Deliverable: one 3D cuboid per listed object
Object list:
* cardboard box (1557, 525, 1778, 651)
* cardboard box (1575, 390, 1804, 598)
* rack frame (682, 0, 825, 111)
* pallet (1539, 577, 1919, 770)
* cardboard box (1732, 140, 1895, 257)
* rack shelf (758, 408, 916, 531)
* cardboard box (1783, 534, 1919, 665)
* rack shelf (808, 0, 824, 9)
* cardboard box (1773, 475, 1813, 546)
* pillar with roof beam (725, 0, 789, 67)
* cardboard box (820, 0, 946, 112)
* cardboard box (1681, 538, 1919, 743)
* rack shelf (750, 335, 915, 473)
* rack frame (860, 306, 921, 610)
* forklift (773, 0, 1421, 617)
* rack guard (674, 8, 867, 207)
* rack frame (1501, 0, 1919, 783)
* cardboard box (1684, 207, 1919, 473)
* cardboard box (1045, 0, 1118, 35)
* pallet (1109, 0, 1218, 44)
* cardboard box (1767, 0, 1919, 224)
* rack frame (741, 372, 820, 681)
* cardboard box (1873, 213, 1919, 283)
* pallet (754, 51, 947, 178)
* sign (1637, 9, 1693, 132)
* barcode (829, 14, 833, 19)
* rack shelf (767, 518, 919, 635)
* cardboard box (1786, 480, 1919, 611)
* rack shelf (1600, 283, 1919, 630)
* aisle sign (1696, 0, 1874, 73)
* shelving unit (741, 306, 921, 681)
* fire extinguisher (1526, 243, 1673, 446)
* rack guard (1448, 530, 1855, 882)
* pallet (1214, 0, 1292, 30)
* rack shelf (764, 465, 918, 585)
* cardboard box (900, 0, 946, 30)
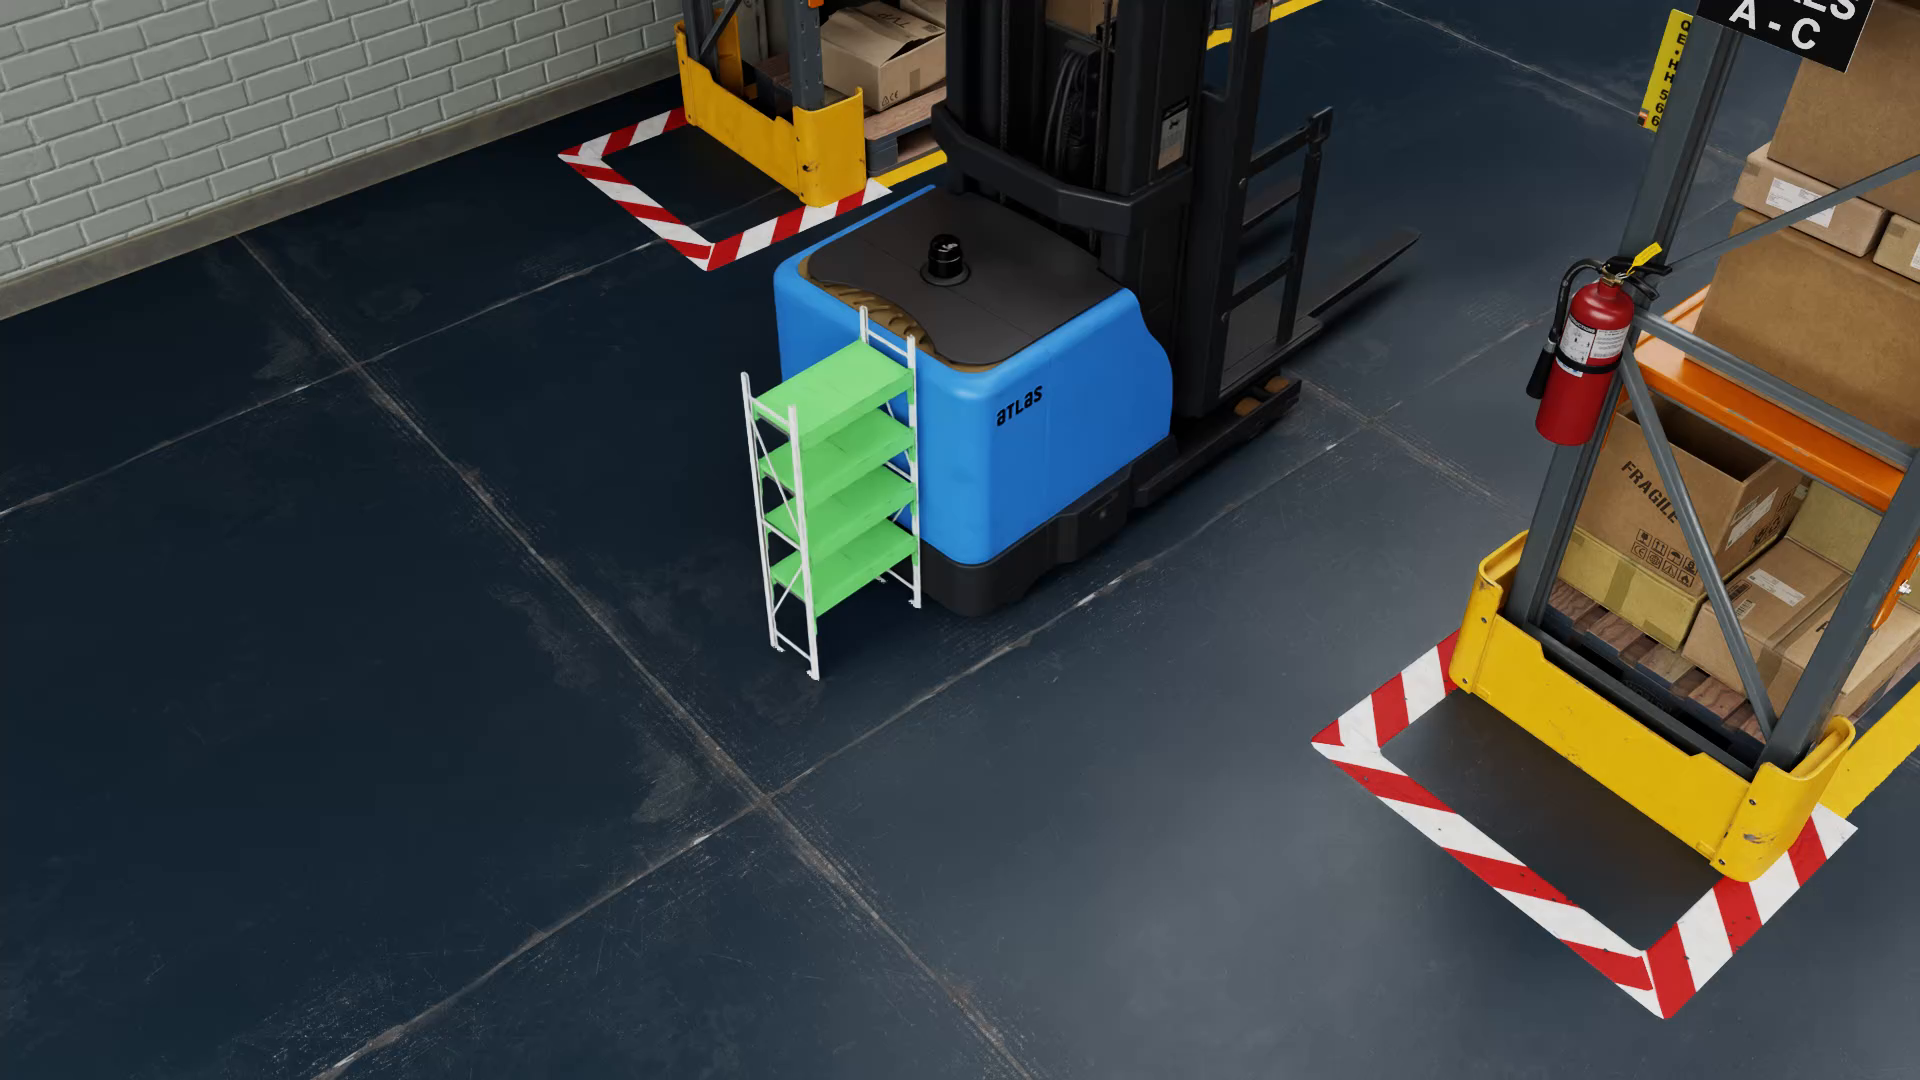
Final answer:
[{"bbox_3d":[2.411,0.046,5.712,0.500,0.250,0.500,-30,51,-28],"label":"cardboard box"},{"bbox_3d":[2.410,-0.229,5.456,0.500,0.500,0.500,-30,51,-28],"label":"cardboard box"},{"bbox_3d":[-0.992,-3.012,7.266,0.127,3.000,1.000,-30,51,-28],"label":"rack frame"},{"bbox_3d":[2.749,0.246,5.834,1.213,0.211,1.003,-30,51,-28],"label":"pallet"},{"bbox_3d":[2.360,-0.953,4.527,0.250,0.149,0.380,-31,51,-28],"label":"cardboard box"},{"bbox_3d":[-0.402,-0.258,5.391,0.258,0.148,0.480,34,53,31],"label":"rack shelf"},{"bbox_3d":[3.124,0.096,5.658,0.500,0.250,0.500,-30,51,-28],"label":"cardboard box"},{"bbox_3d":[0.542,-3.629,8.448,4.000,0.370,1.077,-30,51,-28],"label":"rack shelf"},{"bbox_3d":[2.787,-0.180,5.952,0.500,0.250,0.500,-30,51,-28],"label":"cardboard box"},{"bbox_3d":[1.752,-3.700,3.617,0.400,9.000,9.100,-30,51,-28],"label":"pillar with roof beam"},{"bbox_3d":[-0.404,-2.449,8.309,0.500,0.311,0.500,33,52,30],"label":"cardboard box"},{"bbox_3d":[2.743,0.318,5.422,0.500,0.250,0.500,-30,51,-28],"label":"cardboard box"},{"bbox_3d":[-0.402,-0.433,5.227,0.258,0.148,0.480,34,53,31],"label":"rack shelf"},{"bbox_3d":[-0.230,-0.248,5.637,0.240,1.200,0.015,34,53,31],"label":"rack frame"},{"bbox_3d":[0.740,-1.702,5.921,1.130,2.935,3.031,34,53,31],"label":"forklift"},{"bbox_3d":[-0.934,-2.134,8.158,0.348,0.500,1.175,-30,51,-28],"label":"rack guard"},{"bbox_3d":[2.189,-0.413,4.498,0.127,3.000,1.000,-30,51,-28],"label":"rack frame"},{"bbox_3d":[2.555,-0.647,4.675,0.500,0.500,0.700,-30,51,-28],"label":"cardboard box"},{"bbox_3d":[0.629,-3.064,8.826,0.500,0.500,0.700,-33,52,-30],"label":"cardboard box"},{"bbox_3d":[0.647,-2.900,9.184,1.213,0.211,1.003,-30,51,-28],"label":"pallet"},{"bbox_3d":[2.596,-1.144,4.256,0.500,0.500,0.700,-30,51,-28],"label":"cardboard box"},{"bbox_3d":[-0.575,-0.011,5.386,0.240,1.200,0.015,34,53,31],"label":"rack frame"},{"bbox_3d":[2.628,-0.745,4.305,0.250,0.149,0.380,-30,51,-28],"label":"cardboard box"},{"bbox_3d":[-0.288,-2.367,8.617,1.213,0.211,1.003,-30,51,-28],"label":"pallet"},{"bbox_3d":[1.852,-1.212,4.331,0.005,0.325,0.100,-30,51,-28],"label":"sign"},{"bbox_3d":[-0.646,-2.671,8.538,0.075,0.075,0.001,-30,51,-28],"label":"barcode"},{"bbox_3d":[-0.402,0.092,5.720,0.258,0.148,0.480,34,53,31],"label":"rack shelf"},{"bbox_3d":[3.126,-0.176,5.400,0.500,0.500,0.500,-30,51,-28],"label":"cardboard box"},{"bbox_3d":[3.723,-1.029,5.680,4.000,0.370,1.077,-30,51,-28],"label":"rack shelf"},{"bbox_3d":[1.950,-1.486,3.742,0.004,0.787,0.394,-30,51,-28],"label":"aisle sign"},{"bbox_3d":[-0.402,-0.130,5.511,0.258,1.200,0.503,34,53,31],"label":"shelving unit"},{"bbox_3d":[1.800,-0.576,4.729,0.183,0.674,0.296,-30,51,-28],"label":"fire extinguisher"},{"bbox_3d":[2.171,0.509,5.343,0.348,0.500,1.175,-30,51,-28],"label":"rack guard"},{"bbox_3d":[1.584,-3.439,9.758,1.213,0.211,1.003,-30,51,-28],"label":"pallet"},{"bbox_3d":[-0.402,-0.083,5.555,0.258,0.148,0.480,34,53,31],"label":"rack shelf"},{"bbox_3d":[0.034,-2.700,8.576,0.500,0.311,0.500,-26,49,-25],"label":"cardboard box"}]
